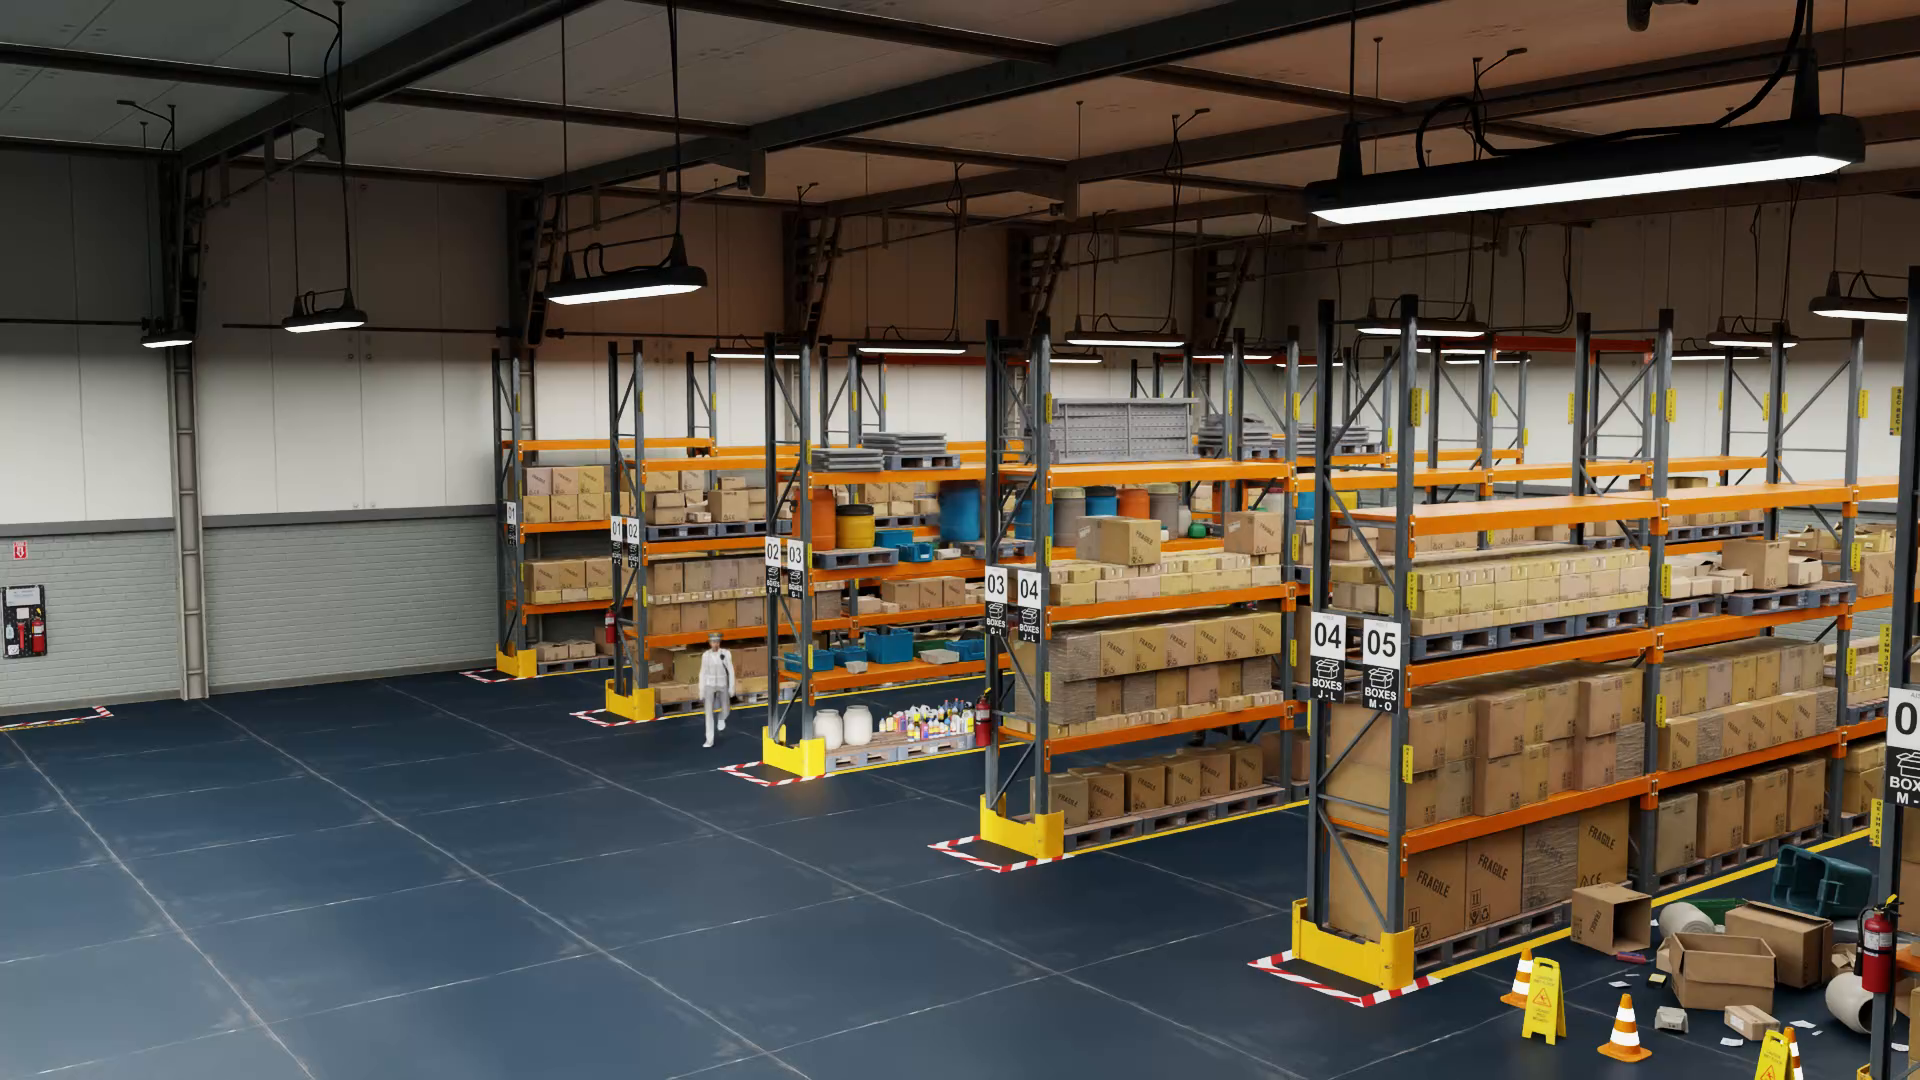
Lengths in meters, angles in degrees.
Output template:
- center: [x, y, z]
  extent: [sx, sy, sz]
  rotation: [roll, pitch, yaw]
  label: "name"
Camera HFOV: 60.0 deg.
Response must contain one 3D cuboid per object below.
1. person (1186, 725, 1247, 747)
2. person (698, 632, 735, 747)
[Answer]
- center: [3.555, 2.117, 23.206]
  extent: [1.049, 1.477, 0.591]
  rotation: [-2, 5, -19]
  label: "person"
- center: [-3.591, 2.172, 24.527]
  extent: [0.535, 1.656, 0.717]
  rotation: [0, 5, -3]
  label: "person"
